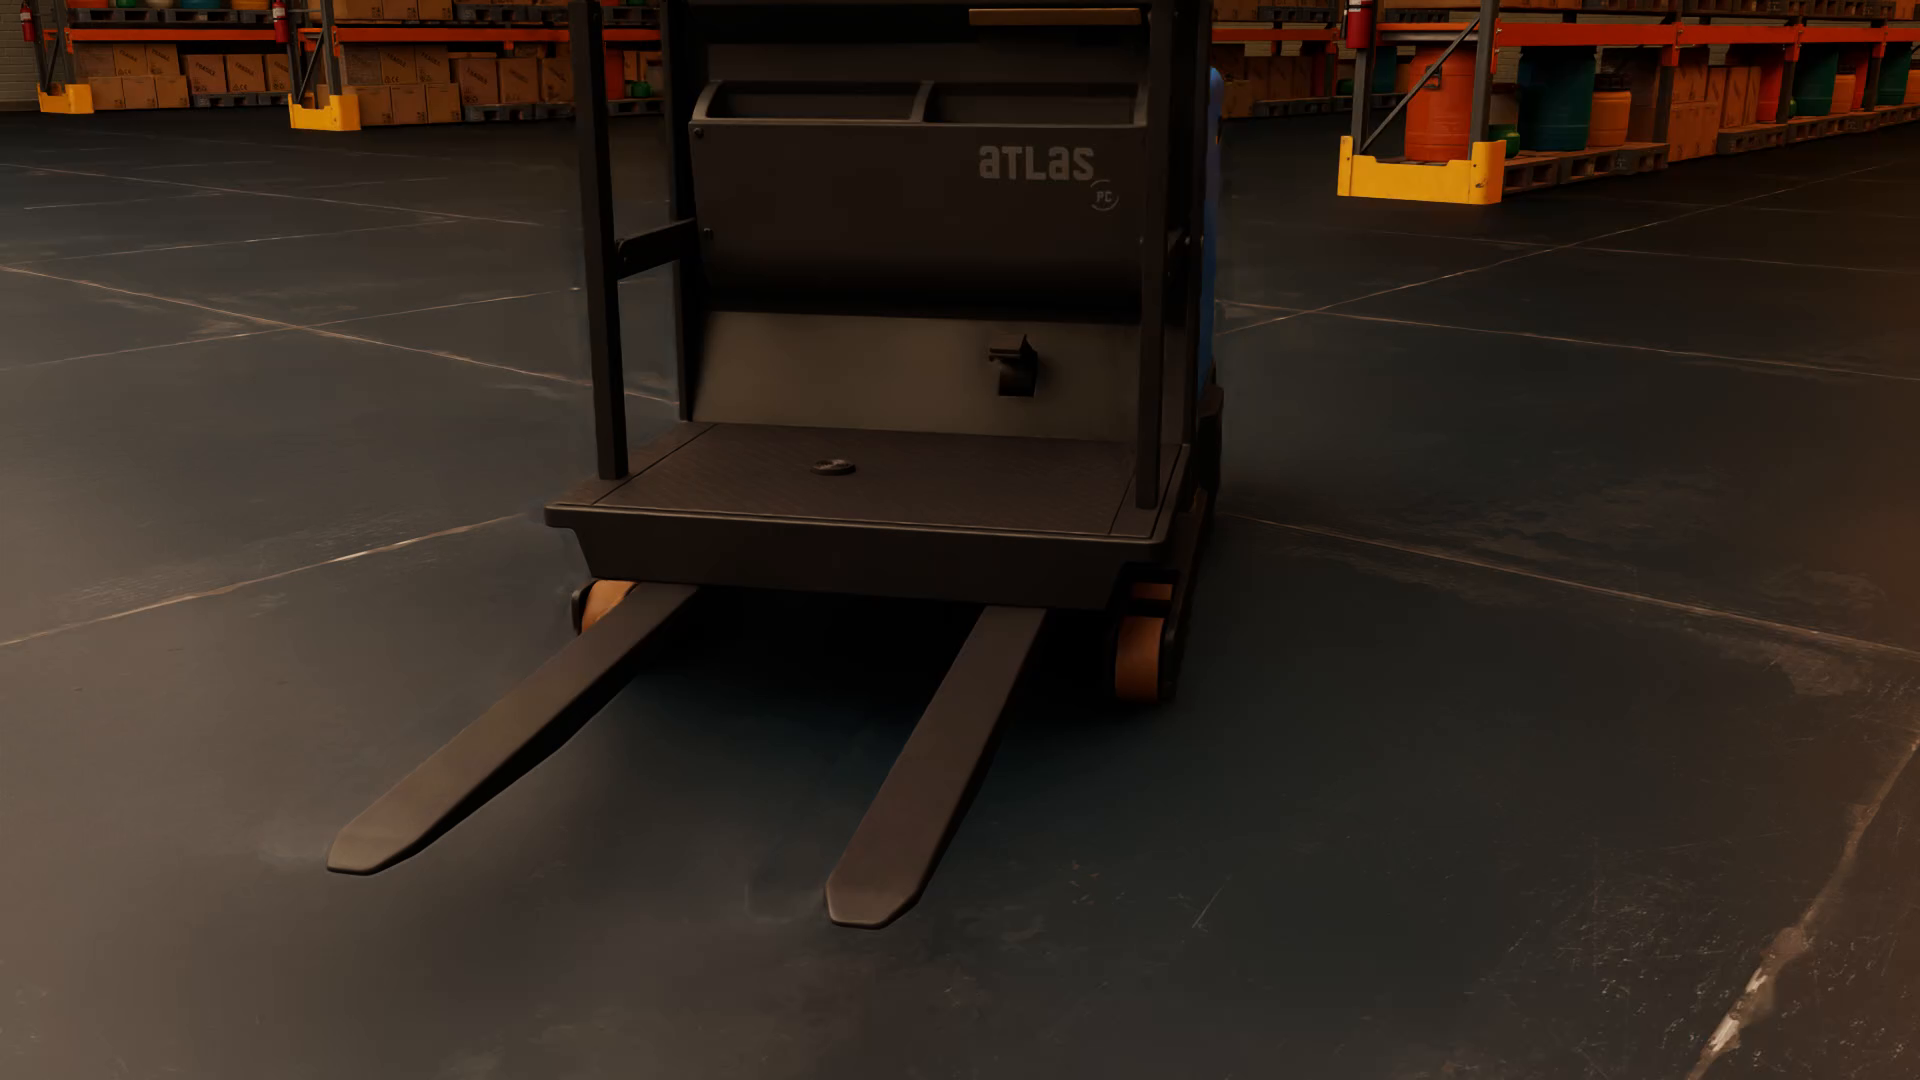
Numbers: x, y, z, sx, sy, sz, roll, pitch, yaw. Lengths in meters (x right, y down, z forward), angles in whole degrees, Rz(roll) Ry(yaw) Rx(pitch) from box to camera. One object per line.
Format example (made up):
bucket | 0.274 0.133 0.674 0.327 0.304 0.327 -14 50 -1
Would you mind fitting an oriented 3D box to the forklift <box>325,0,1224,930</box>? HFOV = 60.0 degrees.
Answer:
forklift | -0.107 -1.222 2.921 1.130 2.935 3.031 3 17 11
